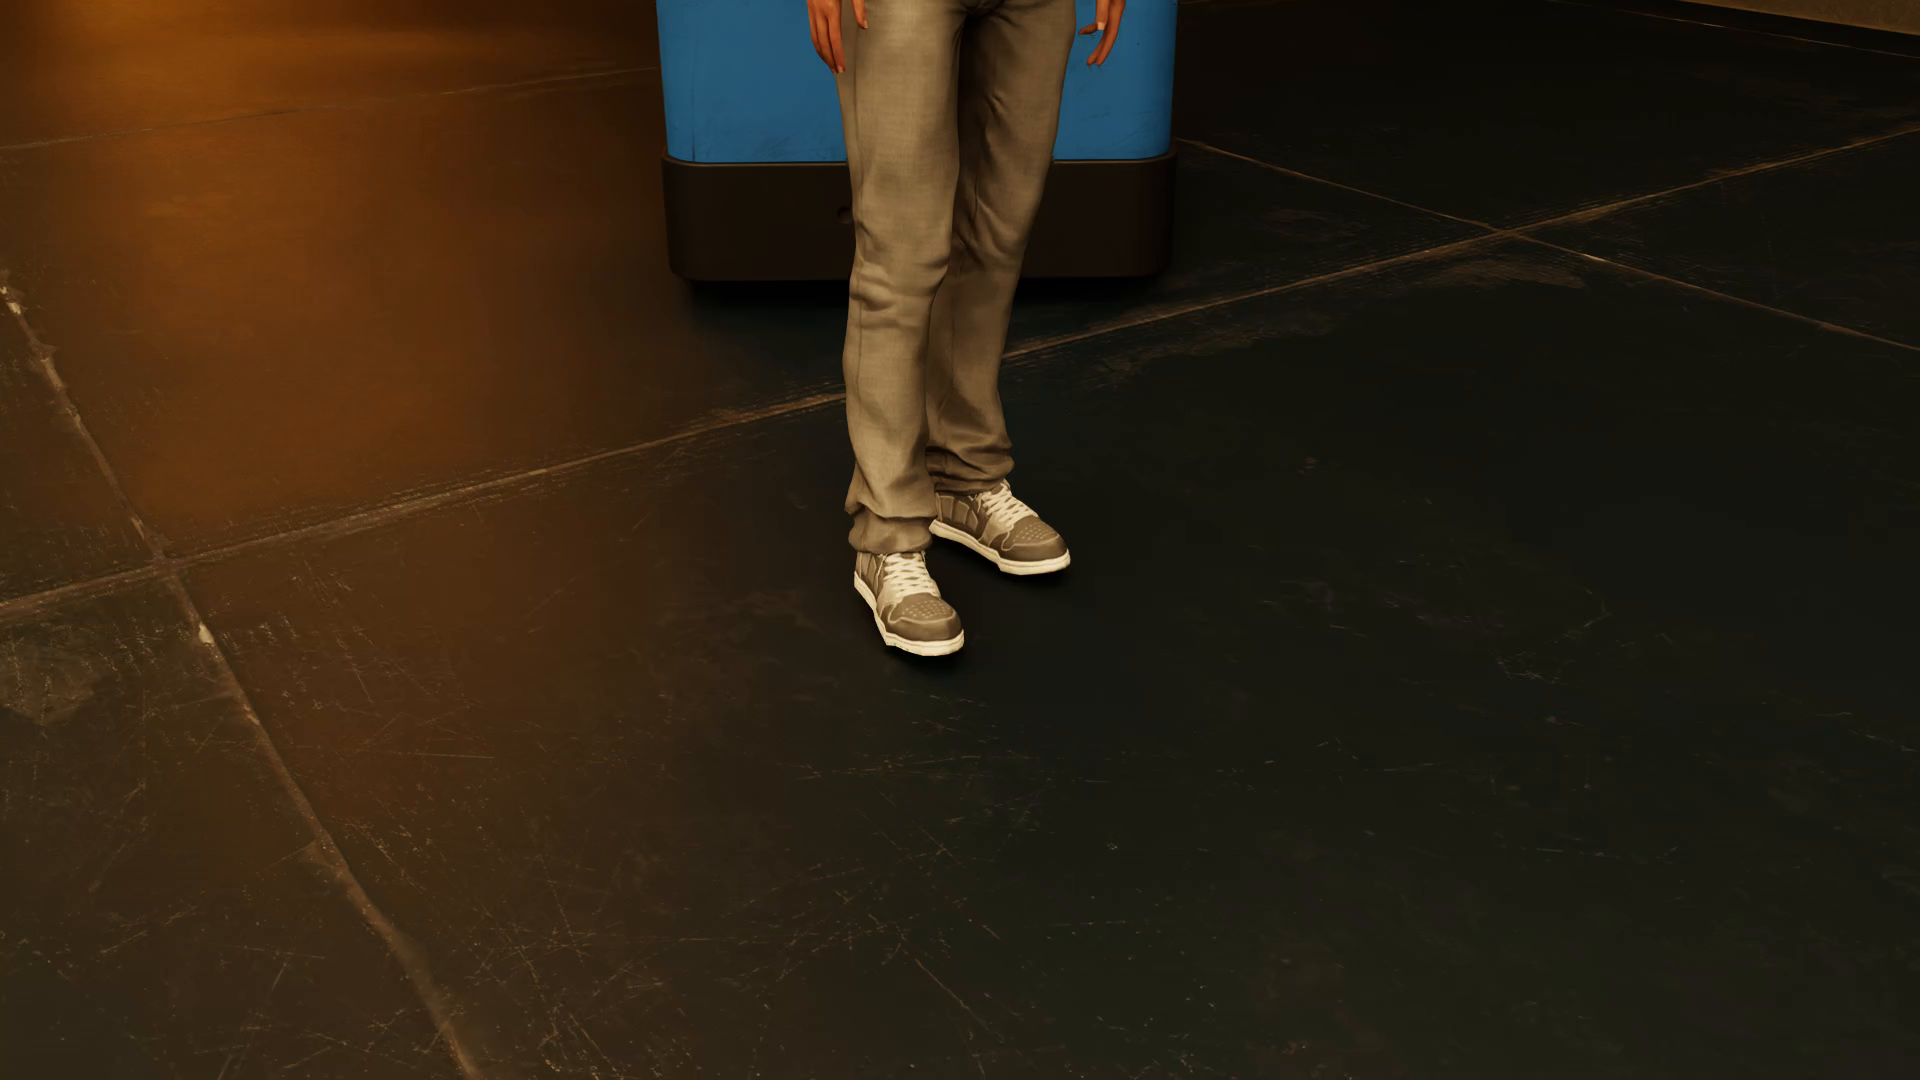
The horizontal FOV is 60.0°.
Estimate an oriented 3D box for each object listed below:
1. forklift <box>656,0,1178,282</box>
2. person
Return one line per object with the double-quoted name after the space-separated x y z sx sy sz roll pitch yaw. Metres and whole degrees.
-0.127 -2.456 4.127 1.130 2.935 3.031 -1 27 -2 "forklift"
0.031 -0.690 2.078 0.521 1.596 0.475 -17 31 -31 "person"
